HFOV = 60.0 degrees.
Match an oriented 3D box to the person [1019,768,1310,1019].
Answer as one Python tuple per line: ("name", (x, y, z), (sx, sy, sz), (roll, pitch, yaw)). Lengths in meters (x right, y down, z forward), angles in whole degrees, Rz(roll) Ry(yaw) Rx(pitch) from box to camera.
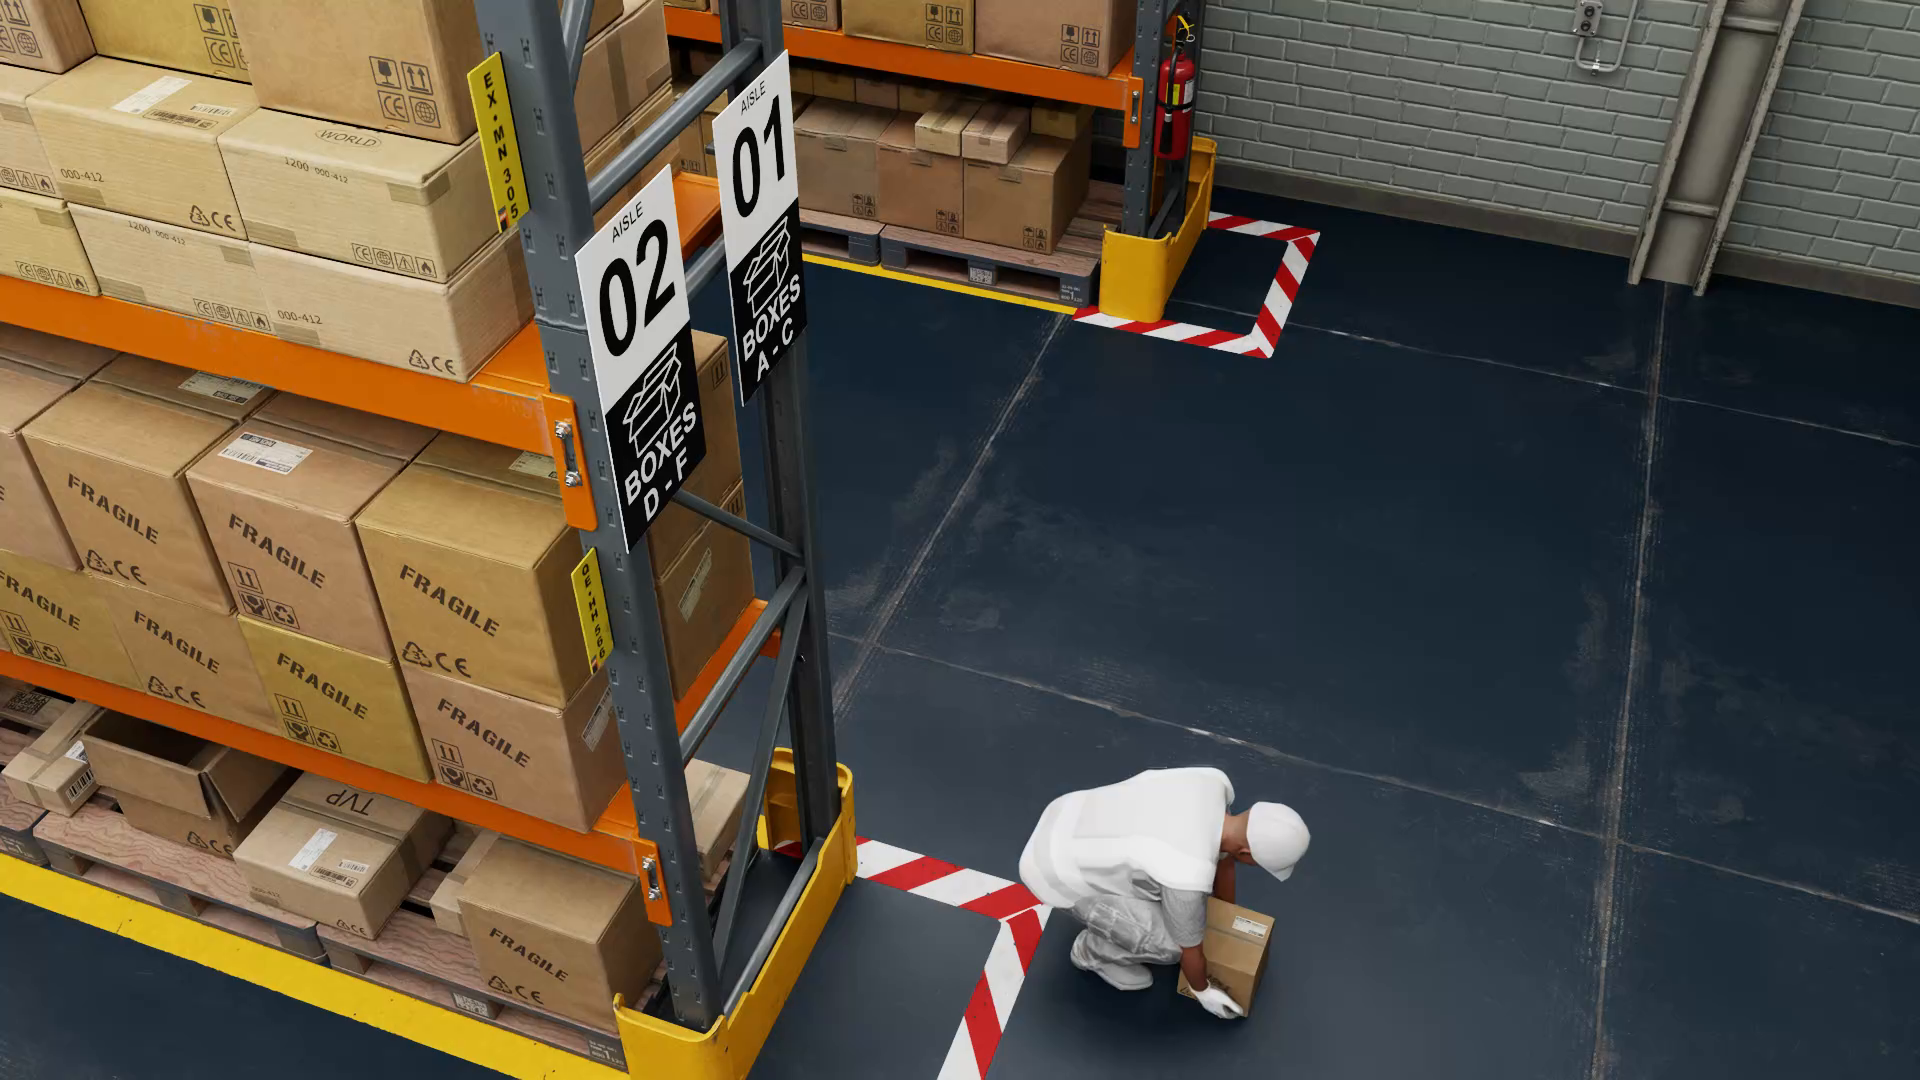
("person", (0.672, 1.126, 5.591), (0.906, 0.897, 0.573), (17, 44, 18))
